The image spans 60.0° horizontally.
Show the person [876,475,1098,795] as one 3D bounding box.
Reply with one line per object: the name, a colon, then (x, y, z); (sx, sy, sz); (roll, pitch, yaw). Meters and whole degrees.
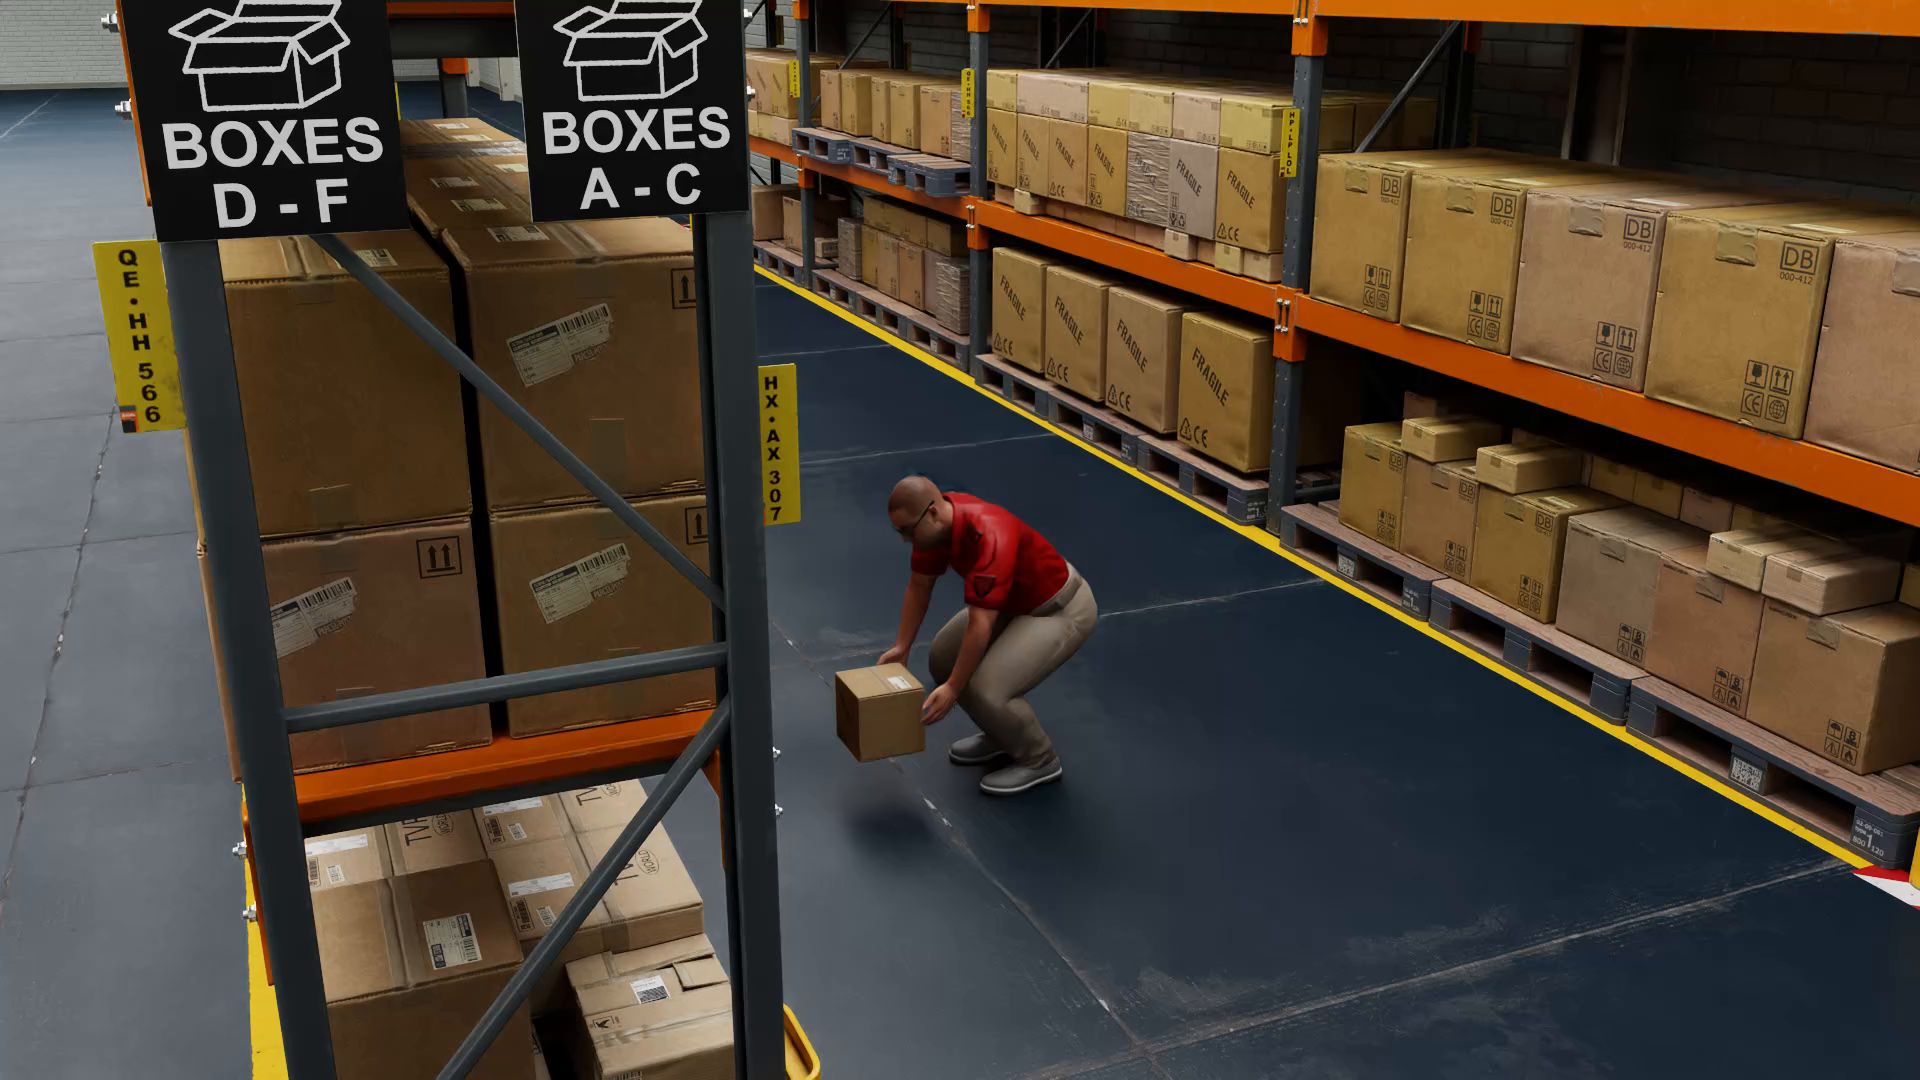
person: (0.116, 0.311, 5.989); (0.798, 1.208, 0.581); (-8, 20, -22)
